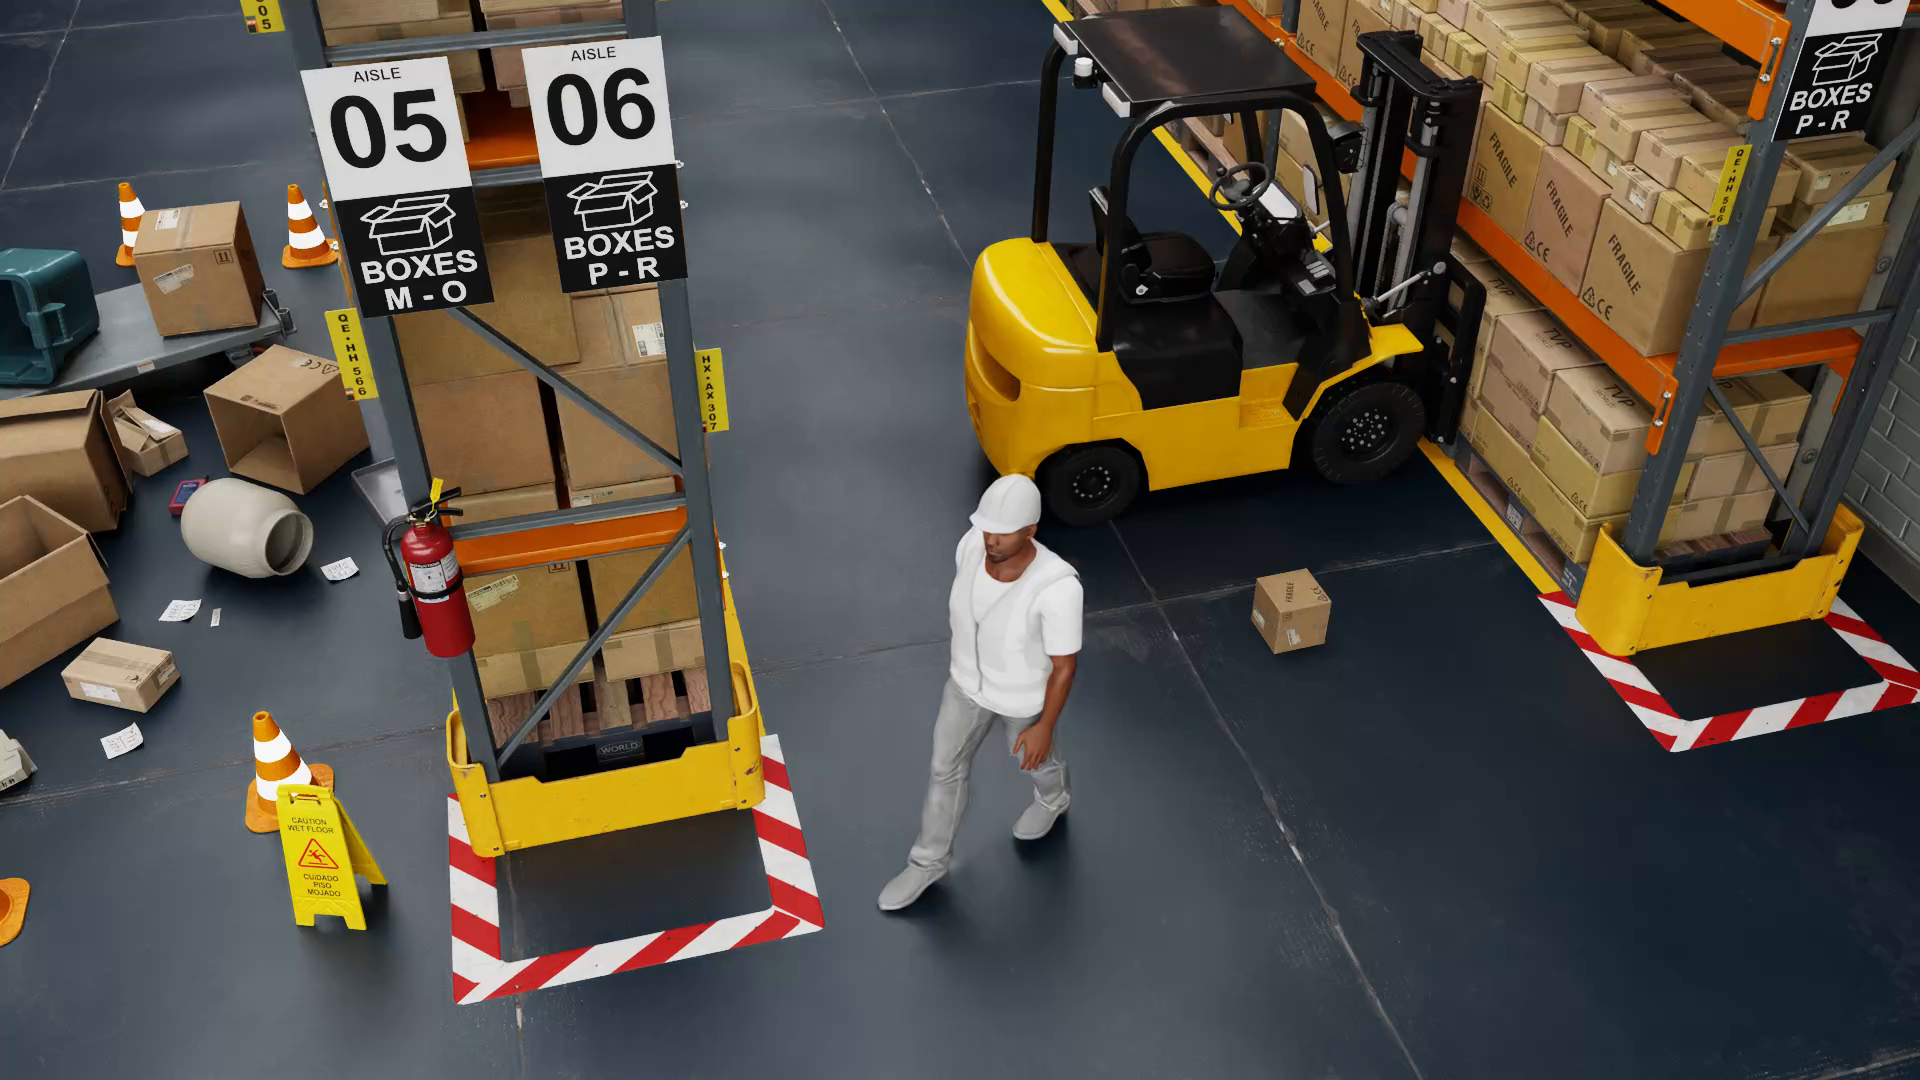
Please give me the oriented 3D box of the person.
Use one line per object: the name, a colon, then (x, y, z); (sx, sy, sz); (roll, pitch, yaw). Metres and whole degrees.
person: (0.109, 0.561, 5.971); (0.610, 1.758, 0.884); (25, 45, 29)
